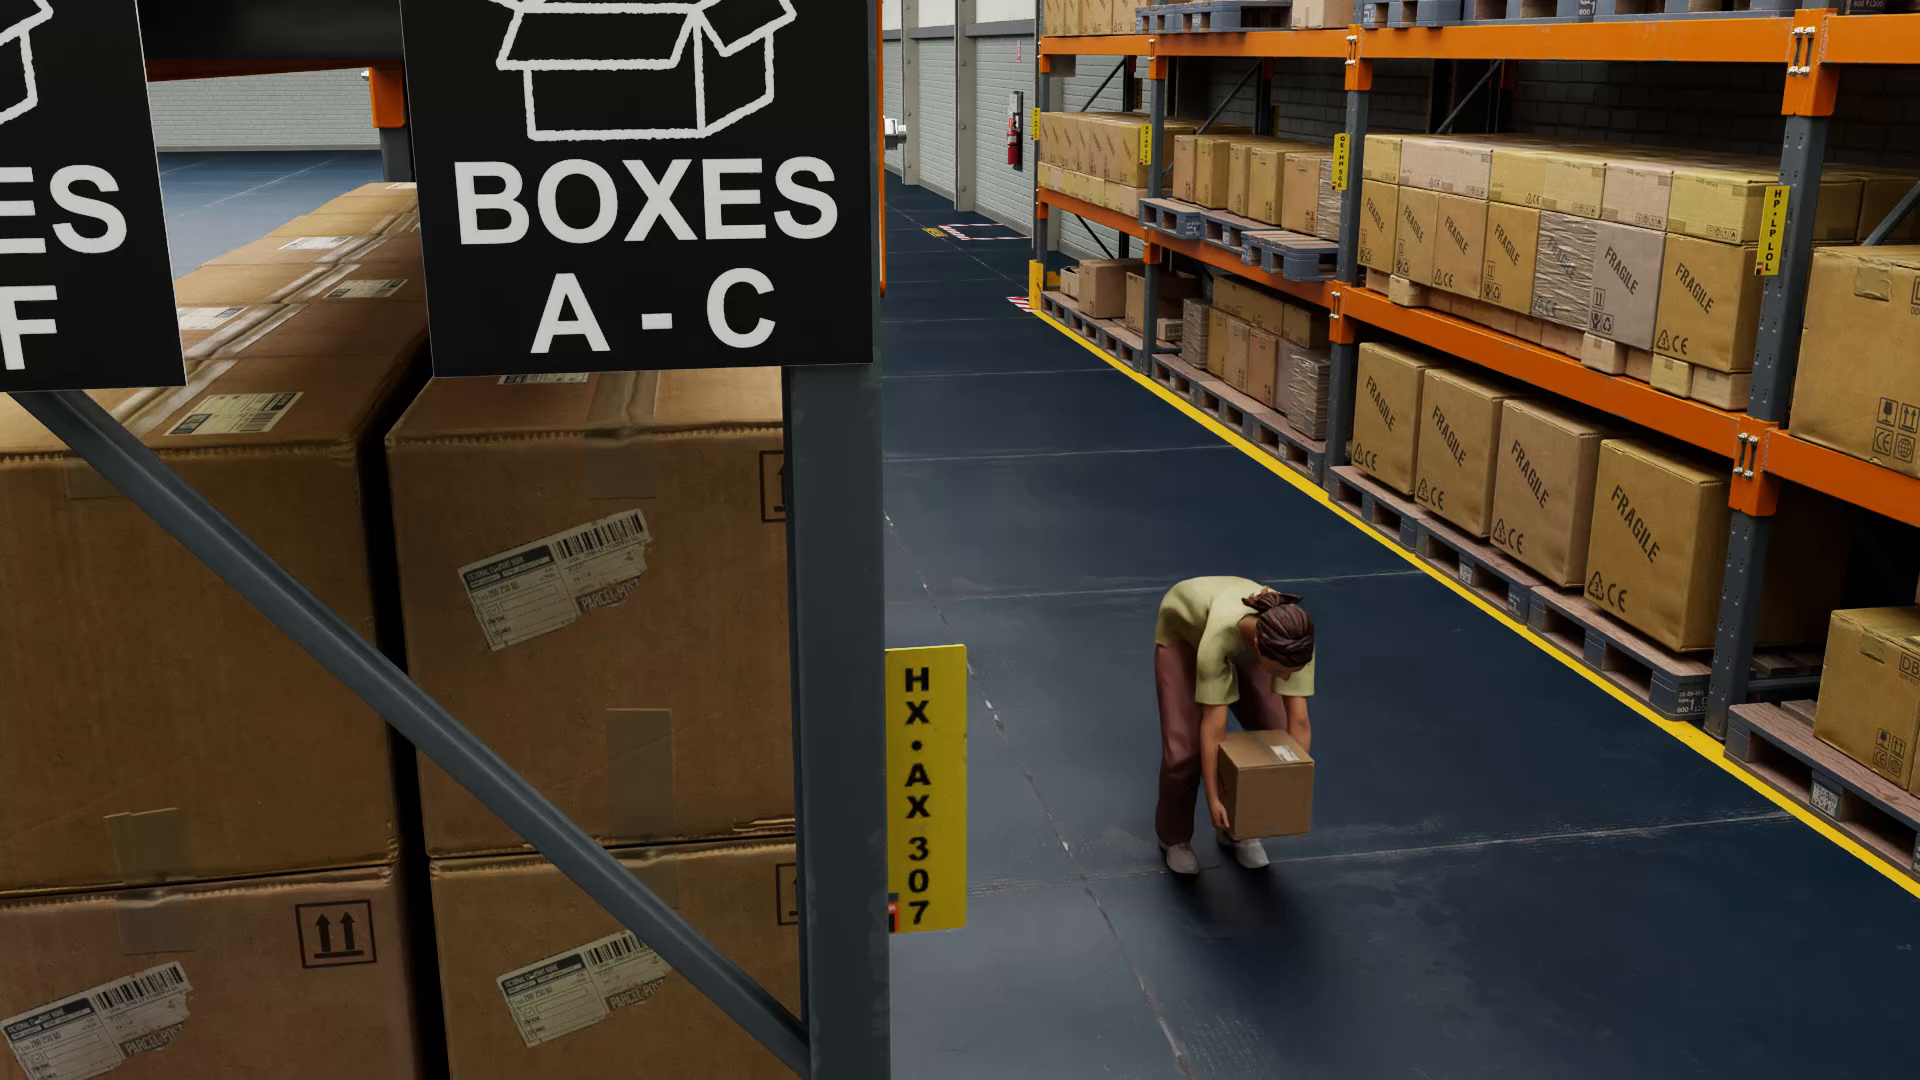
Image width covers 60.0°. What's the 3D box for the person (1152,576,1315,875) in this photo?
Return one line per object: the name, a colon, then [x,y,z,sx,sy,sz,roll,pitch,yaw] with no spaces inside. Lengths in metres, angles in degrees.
person: [0.908,0.619,5.451,0.455,1.104,0.860,-4,17,-13]
